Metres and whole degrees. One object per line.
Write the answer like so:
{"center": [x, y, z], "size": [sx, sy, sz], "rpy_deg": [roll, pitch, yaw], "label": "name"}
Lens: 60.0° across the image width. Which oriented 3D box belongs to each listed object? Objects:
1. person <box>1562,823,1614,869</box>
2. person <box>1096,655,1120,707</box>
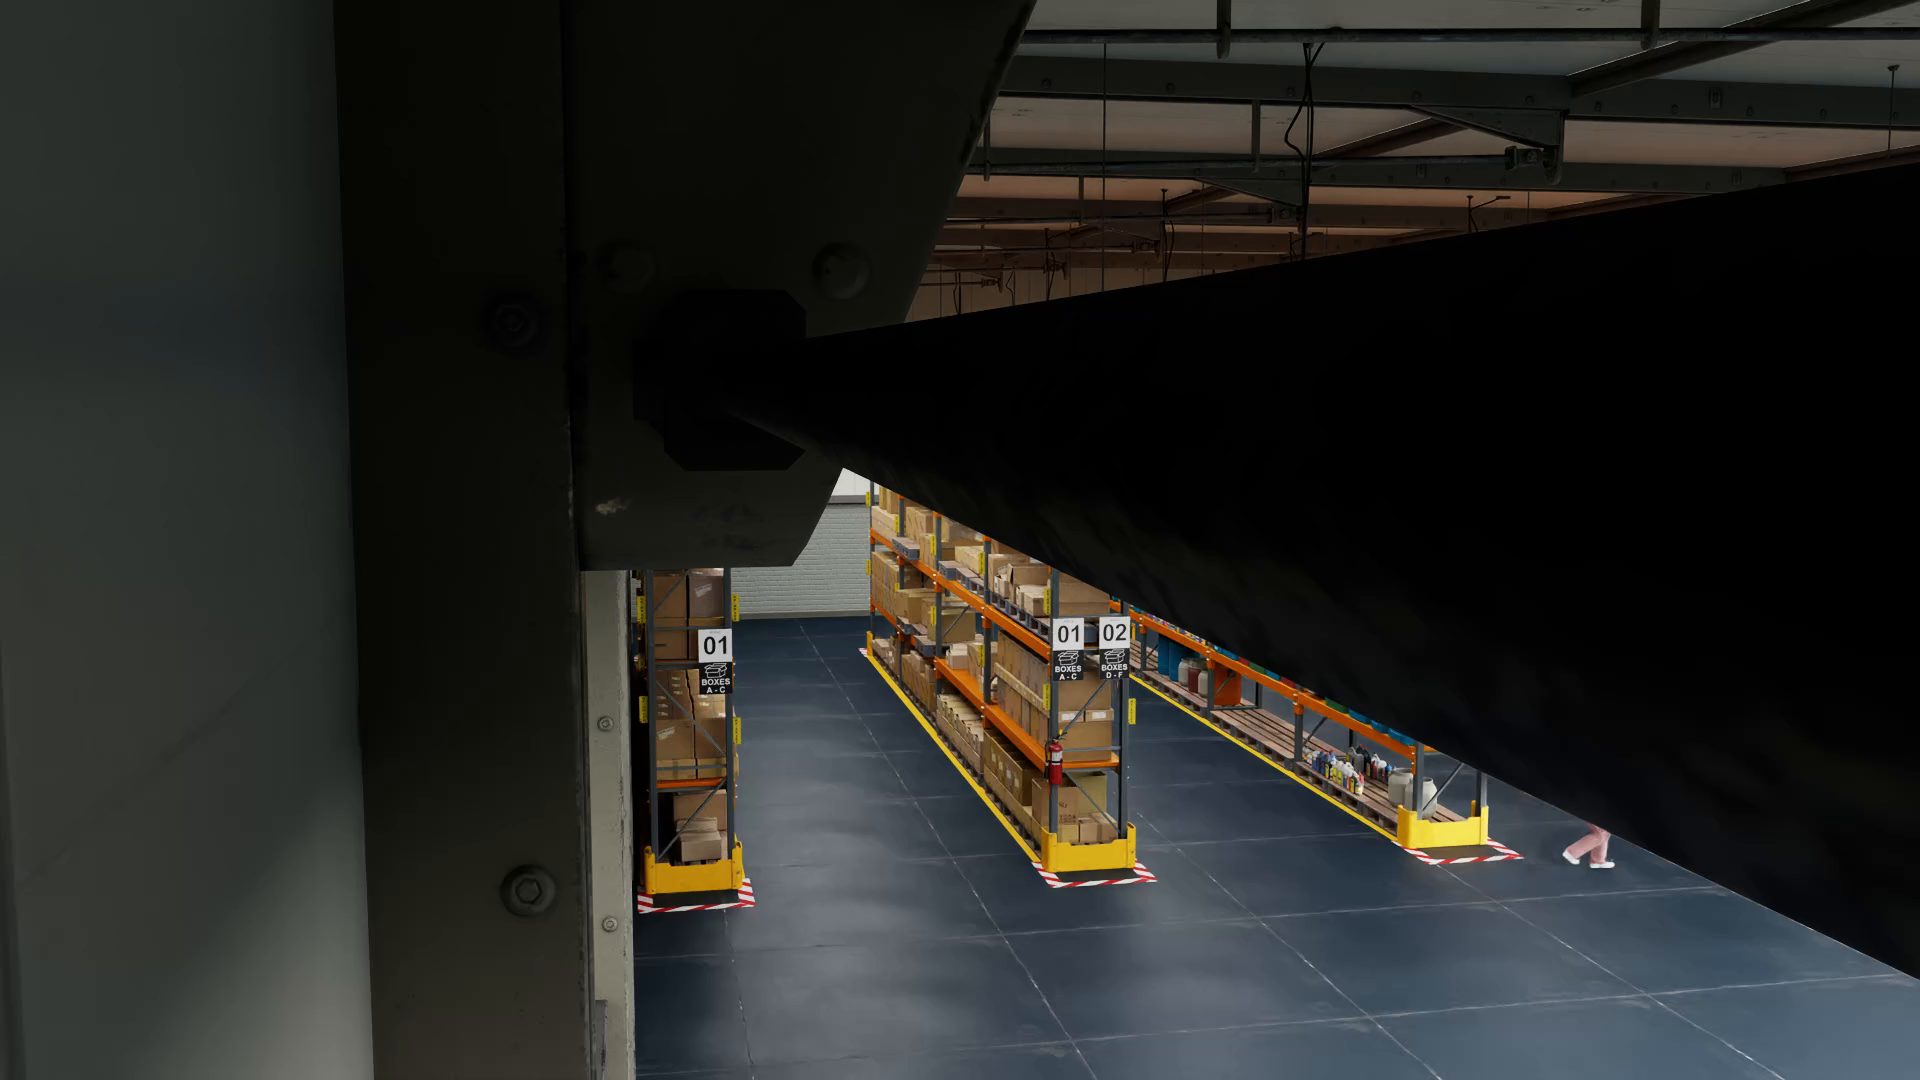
{"center": [7.920, 3.351, 20.921], "size": [0.690, 1.620, 0.498], "rpy_deg": [0, 6, 4], "label": "person"}
{"center": [2.453, 2.620, 28.317], "size": [0.646, 1.532, 0.903], "rpy_deg": [0, 6, 1], "label": "person"}
